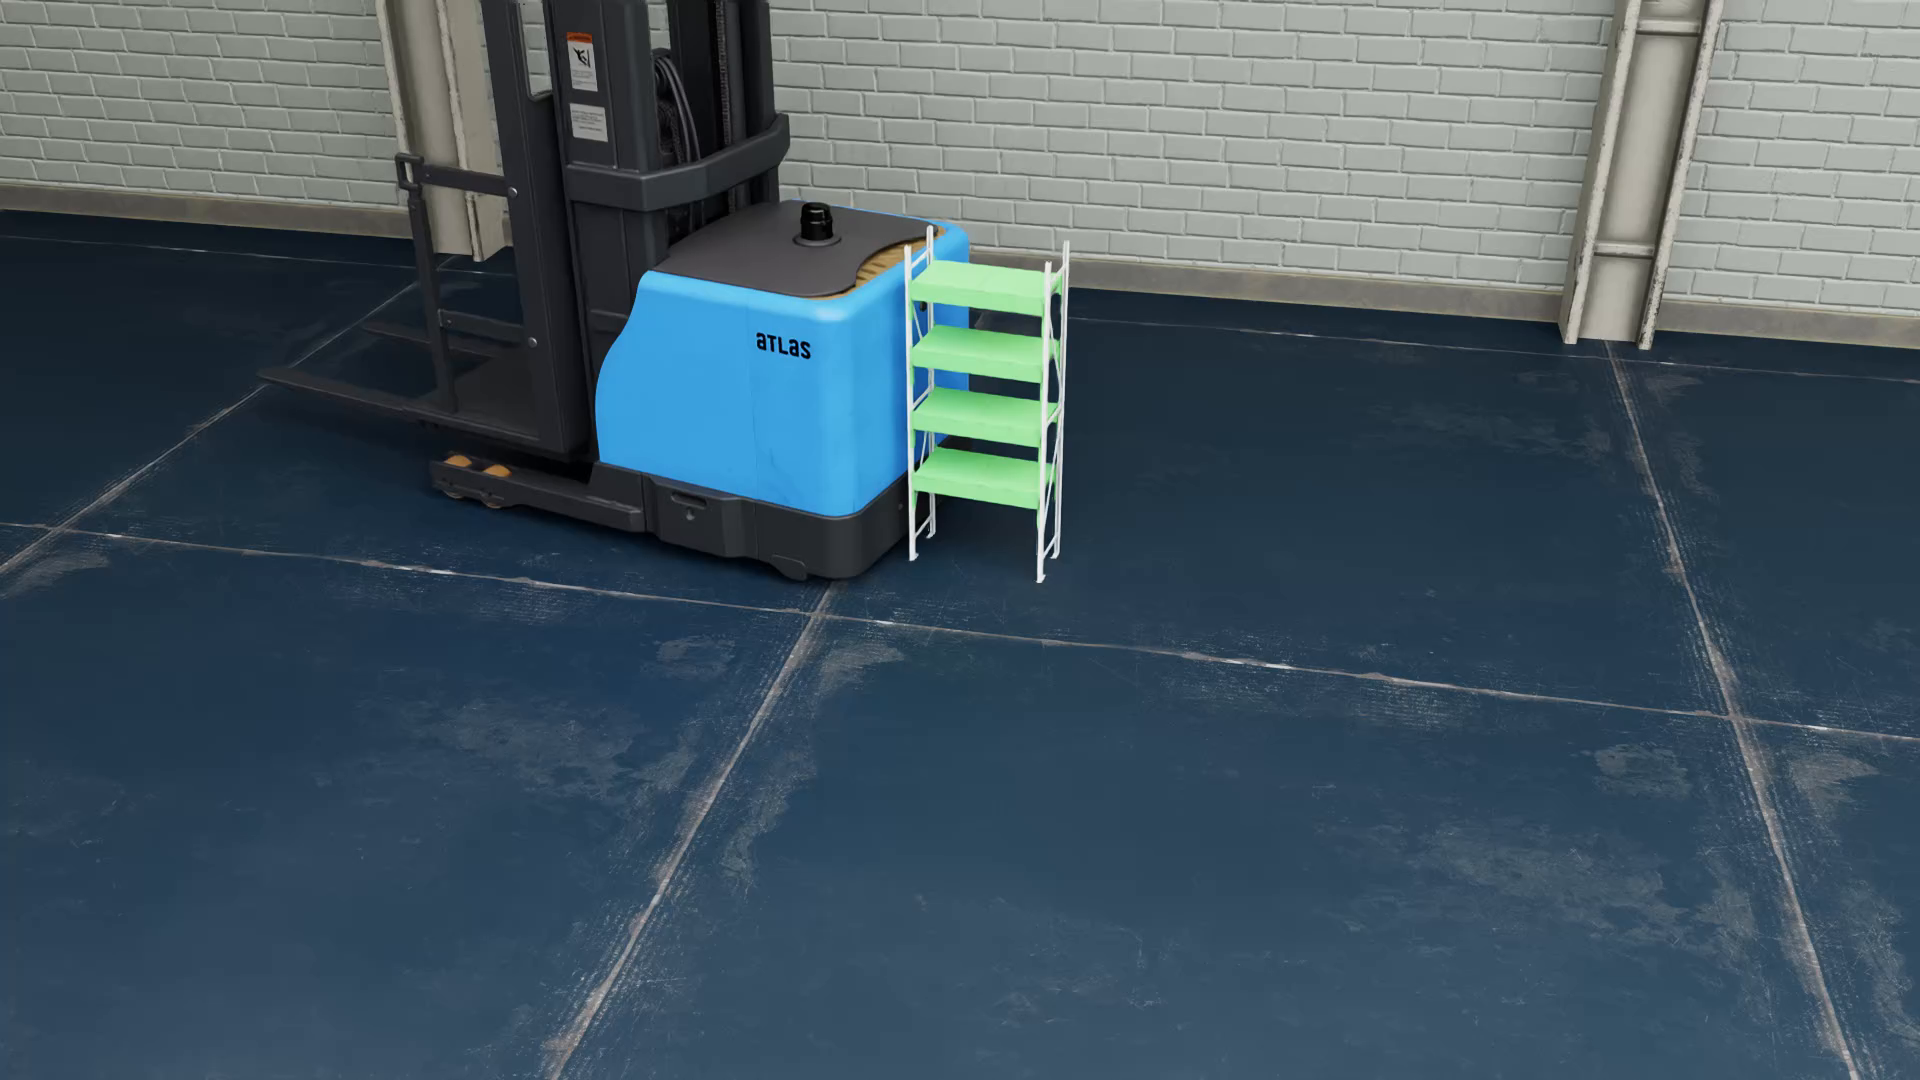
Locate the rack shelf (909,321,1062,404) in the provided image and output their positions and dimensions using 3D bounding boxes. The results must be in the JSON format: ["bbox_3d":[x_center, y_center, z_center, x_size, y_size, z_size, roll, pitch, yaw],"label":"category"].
[{"bbox_3d":[0.092,-0.618,5.763,0.480,0.148,0.258,9,30,17],"label":"rack shelf"}]

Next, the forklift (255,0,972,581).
[{"bbox_3d":[-1.504,-1.618,6.154,3.031,2.935,1.130,13,31,23],"label":"forklift"}]

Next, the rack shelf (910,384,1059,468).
[{"bbox_3d":[0.092,-0.408,5.878,0.480,0.148,0.258,9,30,17],"label":"rack shelf"}]

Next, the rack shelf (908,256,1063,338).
[{"bbox_3d":[0.092,-0.829,5.648,0.480,0.148,0.258,9,30,17],"label":"rack shelf"}]

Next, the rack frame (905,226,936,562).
[{"bbox_3d":[-0.139,-0.502,5.918,0.015,1.200,0.240,9,30,17],"label":"rack frame"}]

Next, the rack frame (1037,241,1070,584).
[{"bbox_3d":[0.323,-0.426,5.778,0.015,1.200,0.240,9,30,17],"label":"rack frame"}]

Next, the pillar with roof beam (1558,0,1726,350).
[{"bbox_3d":[2.223,-2.922,2.216,0.400,9.000,9.100,6,29,11],"label":"pillar with roof beam"}]

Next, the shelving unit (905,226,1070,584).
[{"bbox_3d":[0.092,-0.464,5.848,0.503,1.200,0.258,9,30,17],"label":"shelving unit"}]

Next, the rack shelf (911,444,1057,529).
[{"bbox_3d":[0.092,-0.197,5.994,0.480,0.148,0.258,9,30,17],"label":"rack shelf"}]

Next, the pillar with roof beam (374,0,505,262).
[{"bbox_3d":[-3.645,-3.524,3.315,0.400,9.000,9.100,6,29,11],"label":"pillar with roof beam"}]
